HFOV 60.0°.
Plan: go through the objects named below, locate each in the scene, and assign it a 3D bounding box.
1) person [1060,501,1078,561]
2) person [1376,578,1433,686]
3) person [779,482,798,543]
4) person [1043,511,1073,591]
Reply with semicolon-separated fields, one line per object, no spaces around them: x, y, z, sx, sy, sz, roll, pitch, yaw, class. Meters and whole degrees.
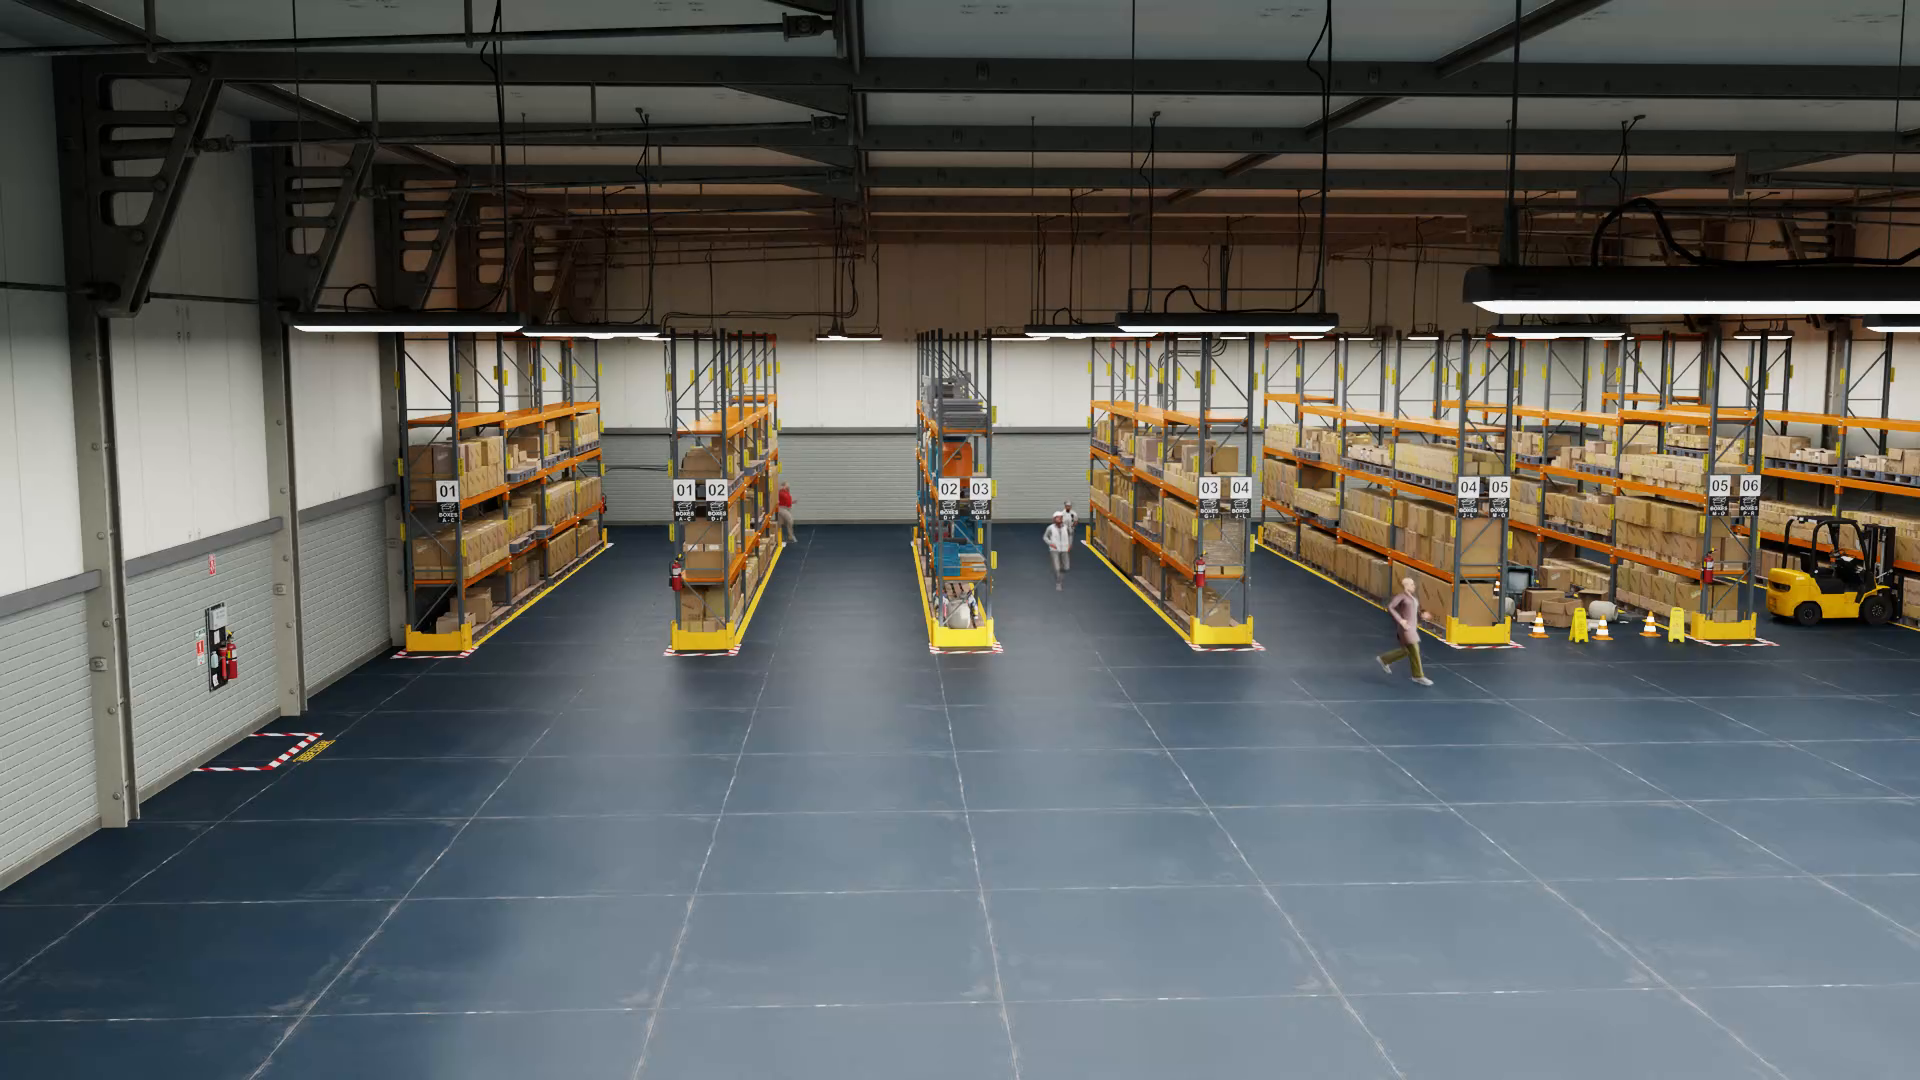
2.798;-0.213;43.290;0.570;1.652;0.653;-1;7;-5;person
7.544;1.530;28.174;1.025;1.785;0.710;4;8;32;person
-5.086;-0.811;48.232;0.904;1.760;0.677;2;7;13;person
2.185;0.236;36.906;0.702;1.747;0.583;-2;7;-14;person
